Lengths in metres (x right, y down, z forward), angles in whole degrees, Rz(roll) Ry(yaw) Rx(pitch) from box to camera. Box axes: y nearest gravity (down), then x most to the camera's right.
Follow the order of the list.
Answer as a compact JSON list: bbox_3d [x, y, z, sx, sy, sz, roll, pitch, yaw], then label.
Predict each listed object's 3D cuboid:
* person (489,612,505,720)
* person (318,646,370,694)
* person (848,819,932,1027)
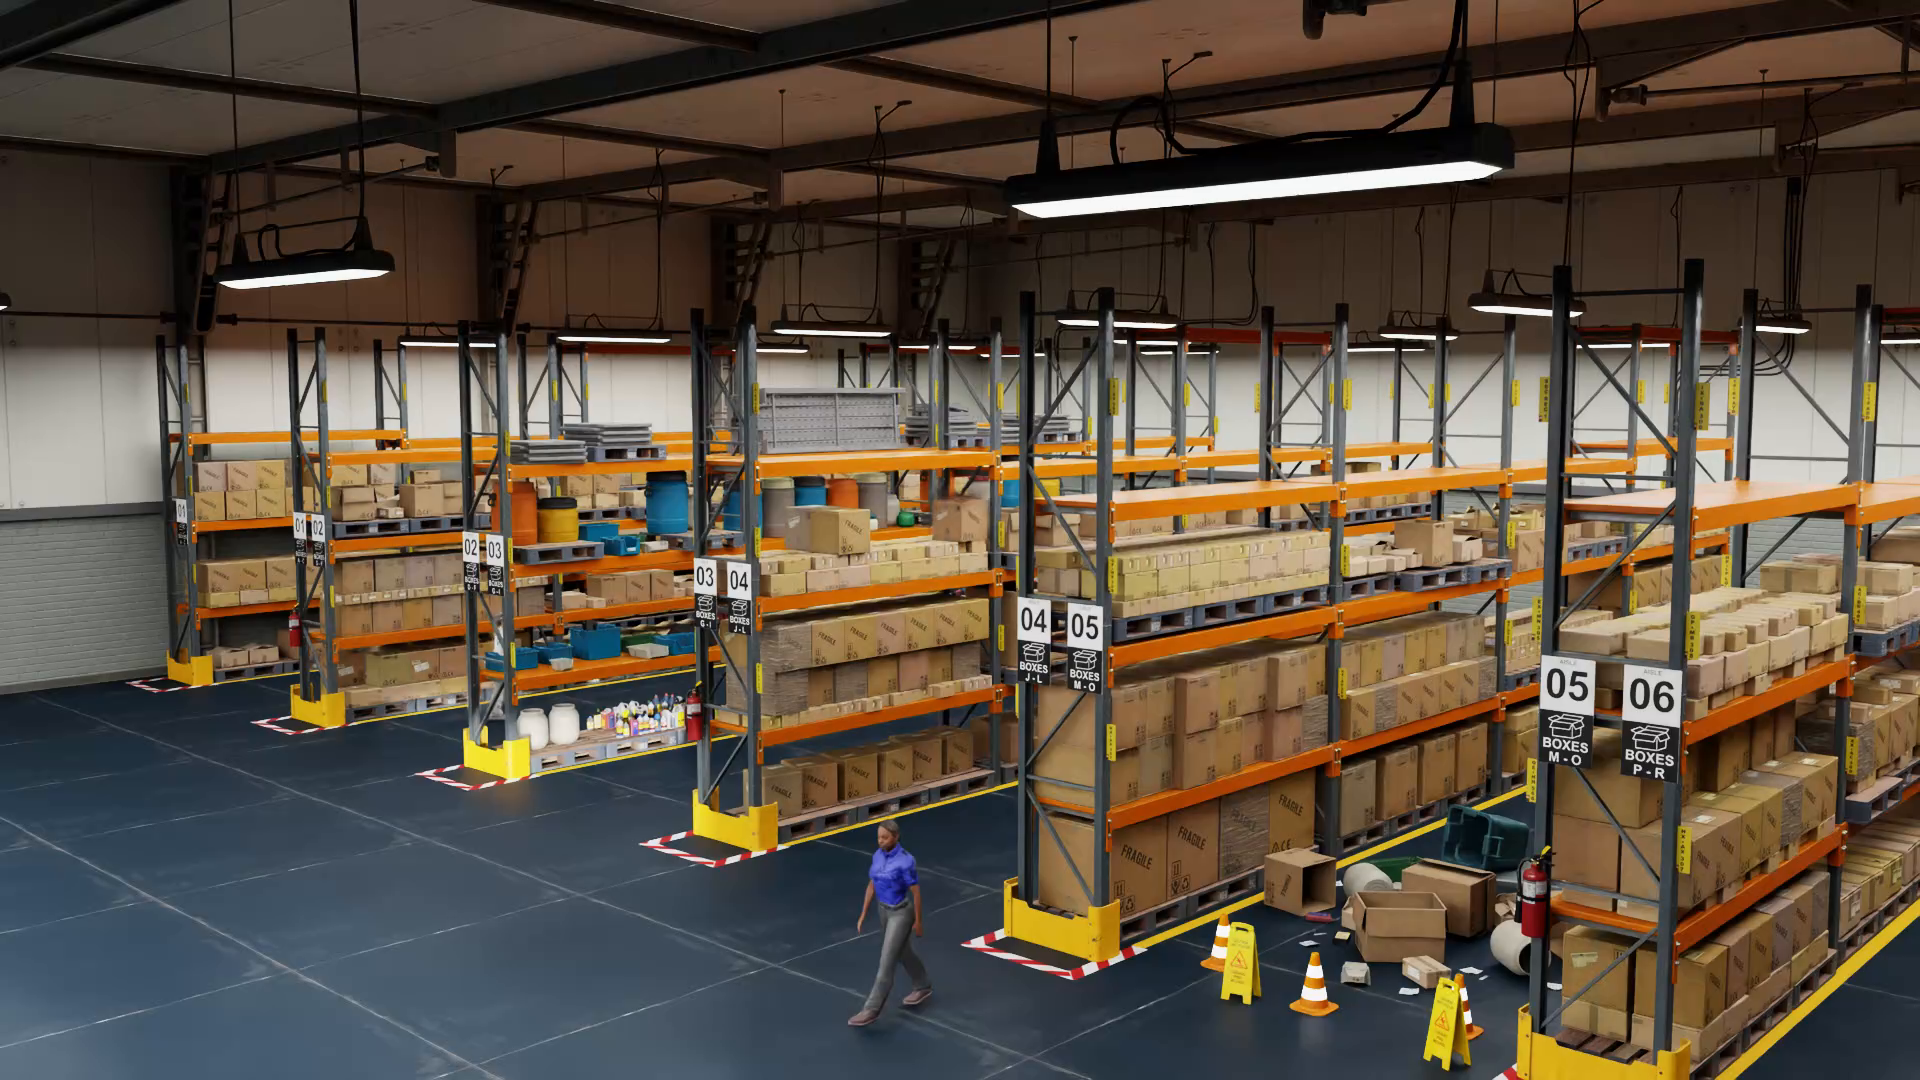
[{"bbox_3d":[-7.047,1.927,25.567,0.457,1.663,0.519,-4,7,-35],"label":"person"},{"bbox_3d":[-10.102,1.757,27.519,0.507,1.605,0.997,3,6,31],"label":"person"},{"bbox_3d":[-0.597,3.070,13.542,0.992,1.609,0.464,-4,7,-38],"label":"person"}]
